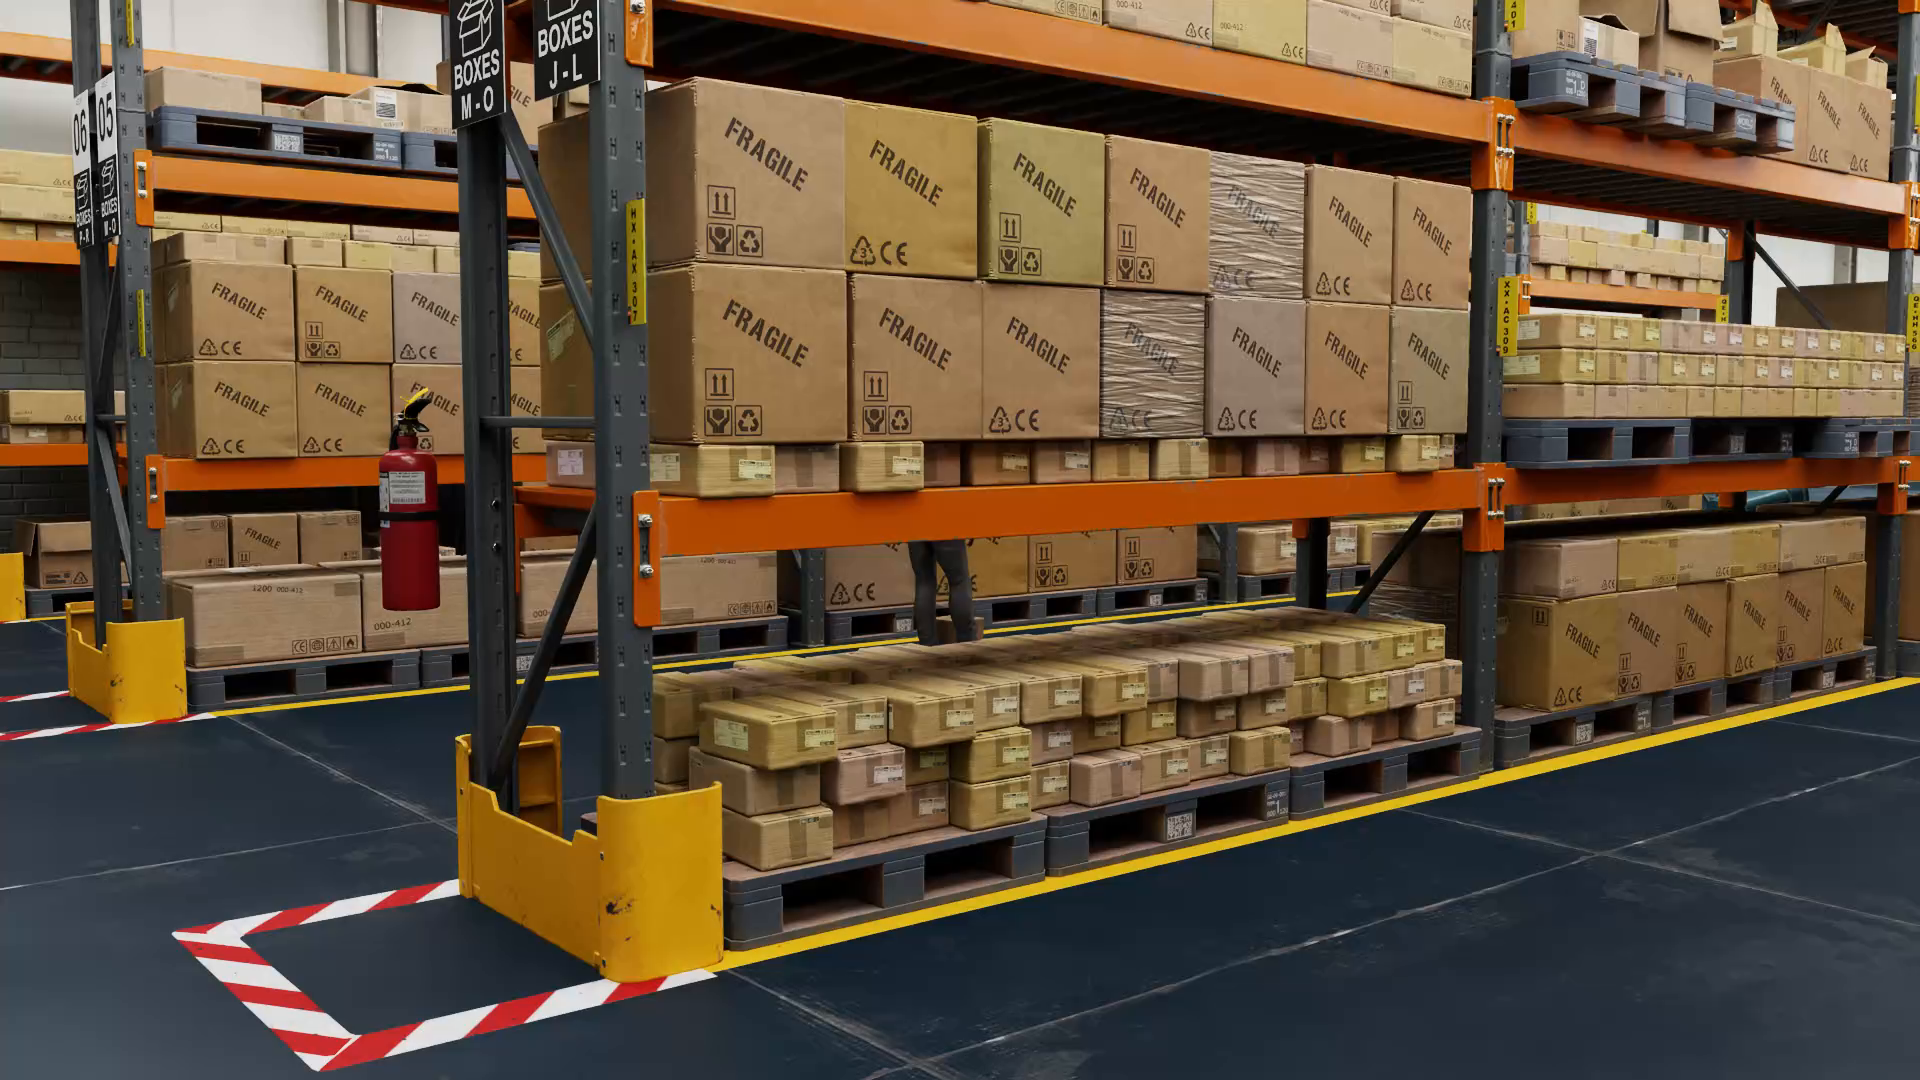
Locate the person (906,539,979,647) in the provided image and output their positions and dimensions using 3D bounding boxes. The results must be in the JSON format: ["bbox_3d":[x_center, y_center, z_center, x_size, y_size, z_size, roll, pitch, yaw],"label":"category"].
[{"bbox_3d":[-0.103,-0.079,10.207,0.567,1.654,0.504,3,6,37],"label":"person"}]
